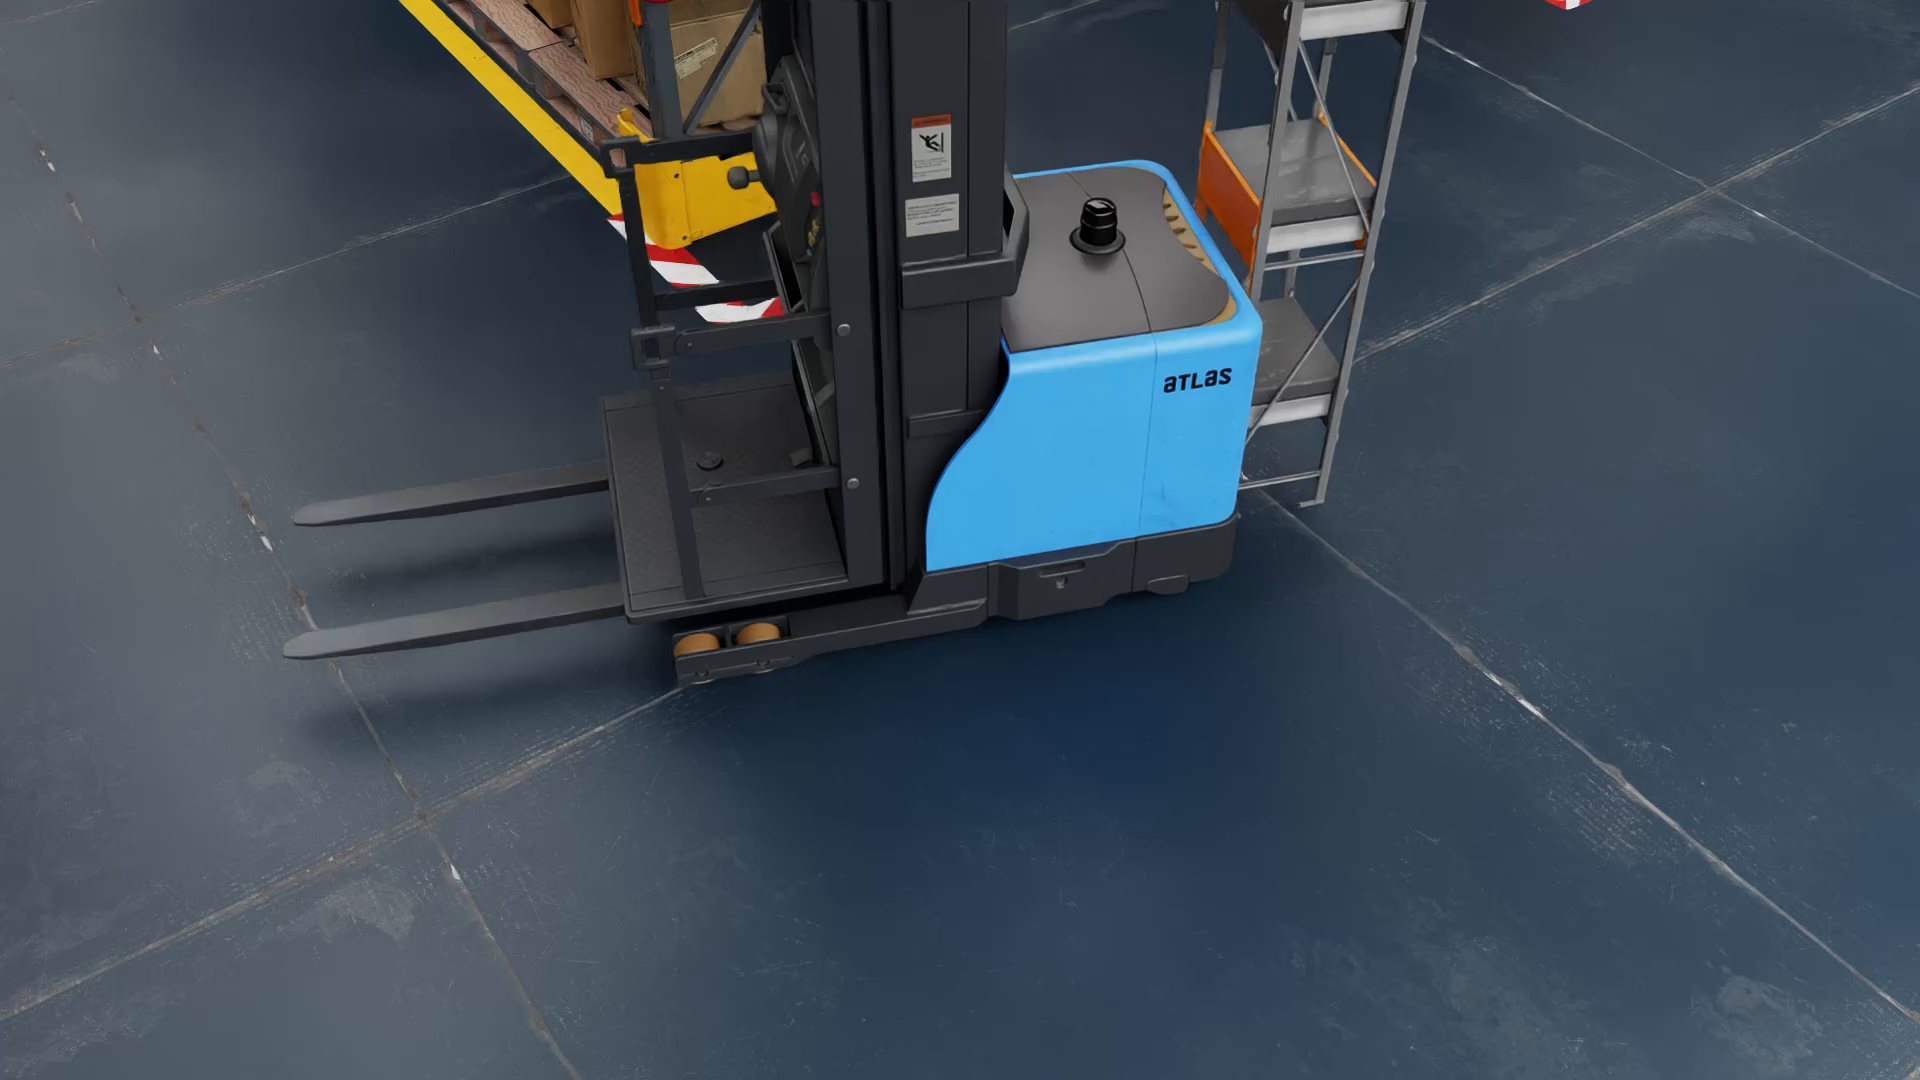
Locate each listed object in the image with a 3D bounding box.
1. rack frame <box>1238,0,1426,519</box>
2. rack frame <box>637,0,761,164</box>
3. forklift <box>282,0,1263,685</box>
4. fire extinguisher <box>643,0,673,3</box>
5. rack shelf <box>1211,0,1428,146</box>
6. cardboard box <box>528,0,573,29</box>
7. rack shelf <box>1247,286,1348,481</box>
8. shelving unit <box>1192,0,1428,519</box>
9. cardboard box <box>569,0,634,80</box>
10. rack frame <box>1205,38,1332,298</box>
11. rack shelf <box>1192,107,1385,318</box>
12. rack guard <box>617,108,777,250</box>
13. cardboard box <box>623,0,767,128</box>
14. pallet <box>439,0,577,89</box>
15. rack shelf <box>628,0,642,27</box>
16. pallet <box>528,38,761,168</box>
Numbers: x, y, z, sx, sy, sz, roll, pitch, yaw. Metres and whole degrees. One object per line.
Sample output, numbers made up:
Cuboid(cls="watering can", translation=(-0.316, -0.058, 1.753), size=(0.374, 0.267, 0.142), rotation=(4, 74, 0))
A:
Cuboid(cls="rack frame", translation=(1.091, -0.860, 5.130), size=(0.400, 2.100, 0.015), rotation=(-10, 45, -10))
Cuboid(cls="rack frame", translation=(-0.820, -2.581, 6.281), size=(1.000, 3.000, 0.127), rotation=(-26, 49, -24))
Cuboid(cls="forklift", translation=(-0.663, -1.008, 4.683), size=(3.031, 2.935, 1.130), rotation=(-9, 44, -10))
Cuboid(cls="fire extinguisher", translation=(-1.132, -2.306, 6.049), size=(0.296, 0.674, 0.183), rotation=(-26, 49, -24))
Cuboid(cls="rack shelf", translation=(1.031, -1.520, 4.827), size=(0.431, 0.518, 0.480), rotation=(-10, 45, -10))
Cuboid(cls="cardboard box", translation=(-1.876, -2.876, 8.096), size=(0.500, 0.500, 0.500), rotation=(-21, 48, -21))
Cuboid(cls="rack shelf", translation=(1.031, -0.507, 5.794), size=(0.431, 0.518, 0.480), rotation=(-10, 45, -10))
Cuboid(cls="shelving unit", translation=(1.031, -1.023, 5.301), size=(0.431, 2.100, 0.503), rotation=(-10, 45, -10))
Cuboid(cls="cardboard box", translation=(-1.533, -2.514, 7.717), size=(0.500, 0.500, 0.500), rotation=(-14, 45, -14))
Cuboid(cls="rack frame", translation=(0.972, -1.186, 5.472), size=(0.400, 2.100, 0.015), rotation=(-10, 45, -10))
Cuboid(cls="rack shelf", translation=(1.031, -1.013, 5.311), size=(0.431, 0.518, 0.480), rotation=(-10, 45, -10))
Cuboid(cls="rack guard", translation=(-0.863, -1.719, 7.189), size=(1.175, 0.500, 0.348), rotation=(-26, 49, -24))
Cuboid(cls="cardboard box", translation=(-1.163, -2.189, 7.376), size=(0.500, 0.500, 0.500), rotation=(-17, 46, -17))
Cuboid(cls="pallet", translation=(-1.993, -2.779, 8.509), size=(1.003, 0.211, 1.213), rotation=(-26, 49, -24))
Cuboid(cls="rack shelf", translation=(-1.964, -3.453, 7.716), size=(1.077, 0.370, 4.000), rotation=(-26, 49, -24))
Cuboid(cls="pallet", translation=(-1.299, -2.089, 7.785), size=(1.003, 0.211, 1.213), rotation=(-26, 49, -24))
